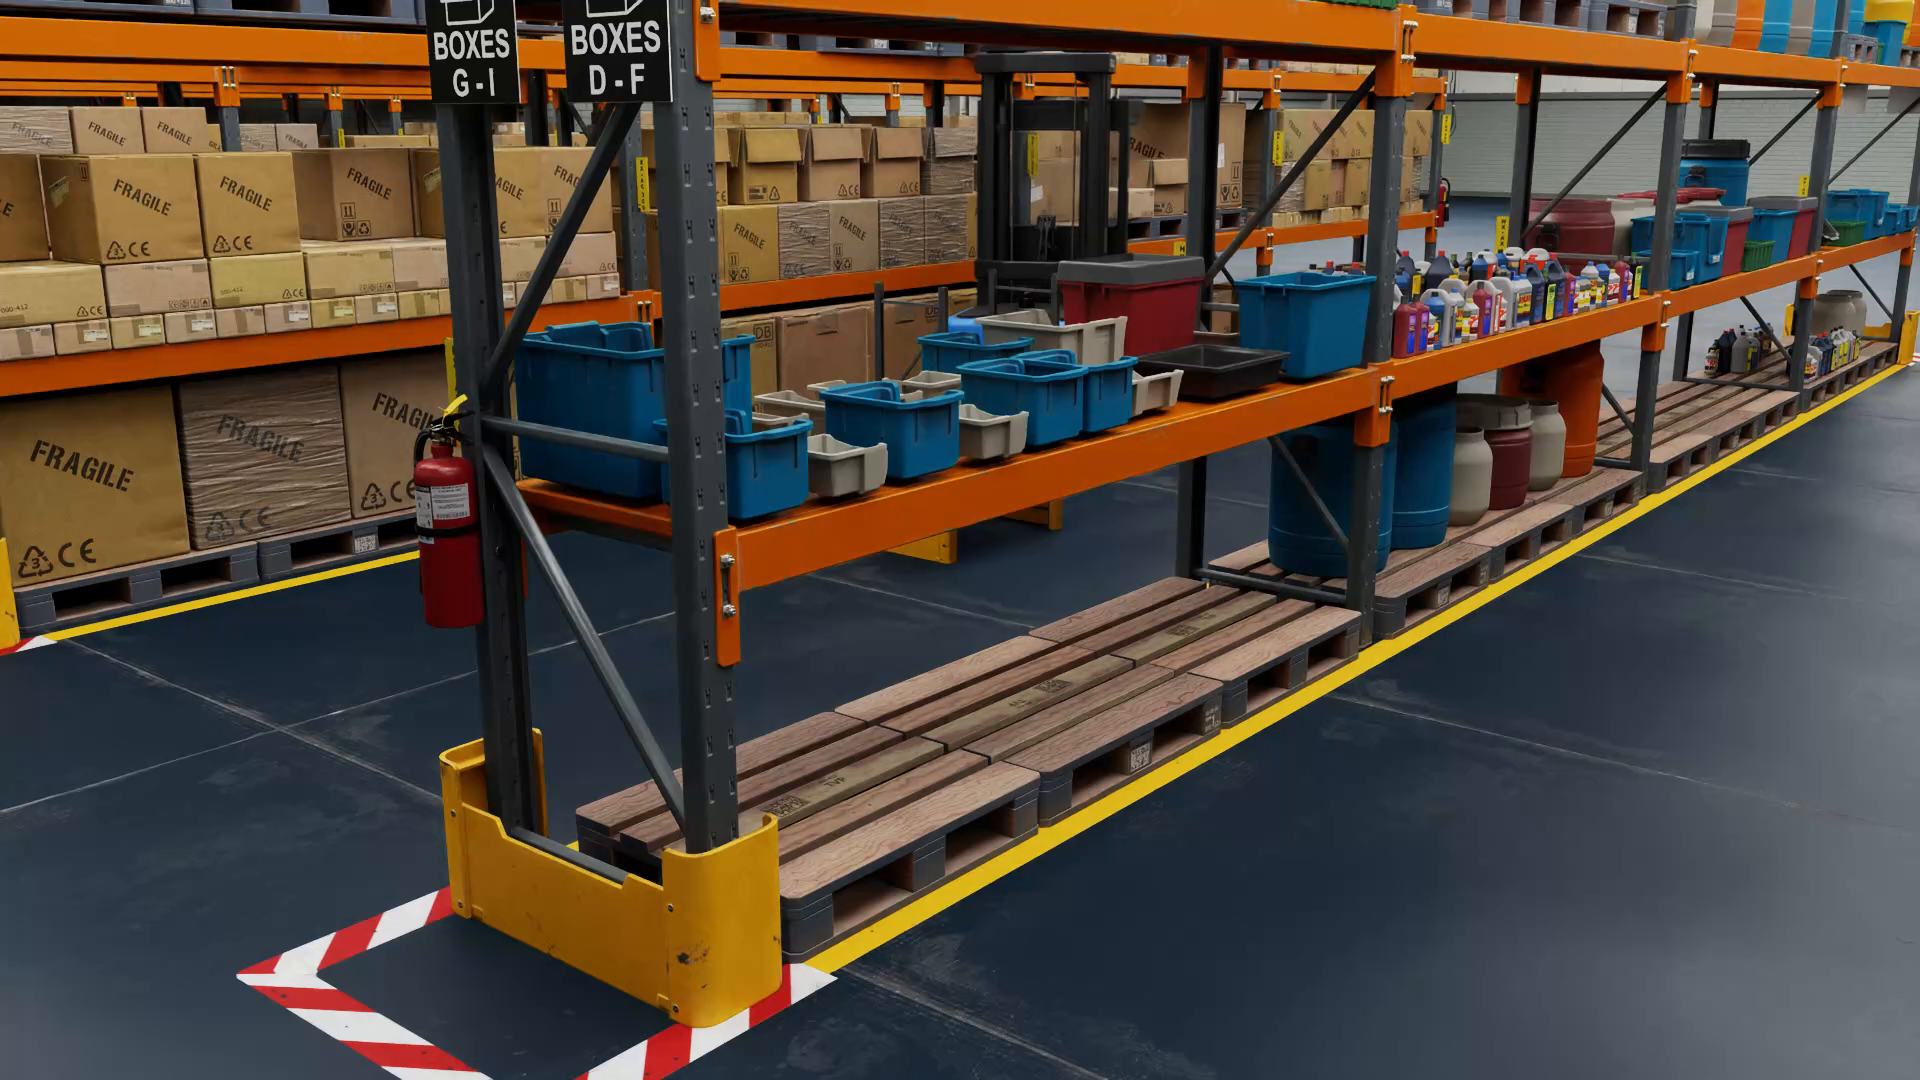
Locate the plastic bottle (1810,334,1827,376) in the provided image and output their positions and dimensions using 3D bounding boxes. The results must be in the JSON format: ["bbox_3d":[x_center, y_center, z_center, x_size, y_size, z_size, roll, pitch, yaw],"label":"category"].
[{"bbox_3d":[7.340,-1.584,14.253,0.144,0.351,0.185,12,18,39],"label":"plastic bottle"}]

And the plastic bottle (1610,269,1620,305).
[{"bbox_3d":[3.842,-1.495,9.819,0.097,0.201,0.097,0,14,0],"label":"plastic bottle"}]

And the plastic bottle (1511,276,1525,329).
[{"bbox_3d":[2.891,-1.239,8.670,0.097,0.271,0.097,0,14,0],"label":"plastic bottle"}]

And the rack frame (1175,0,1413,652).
[{"bbox_3d":[1.482,-1.032,7.594,1.000,3.000,0.127,11,18,38],"label":"rack frame"}]

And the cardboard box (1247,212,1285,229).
[{"bbox_3d":[3.026,-3.204,16.652,0.380,0.149,0.250,11,18,38],"label":"cardboard box"}]

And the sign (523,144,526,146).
[{"bbox_3d":[-2.799,-2.404,10.802,0.100,0.325,0.005,11,18,38],"label":"sign"}]

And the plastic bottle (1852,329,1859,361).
[{"bbox_3d":[8.151,-1.782,15.170,0.061,0.283,0.133,12,18,39],"label":"plastic bottle"}]

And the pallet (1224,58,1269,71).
[{"bbox_3d":[2.186,-4.592,15.895,1.213,0.211,1.003,11,18,38],"label":"pallet"}]

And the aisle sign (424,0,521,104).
[{"bbox_3d":[-1.305,-1.558,4.383,0.394,0.787,0.004,11,18,38],"label":"aisle sign"}]

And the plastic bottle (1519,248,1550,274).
[{"bbox_3d":[3.591,-1.682,10.403,0.152,0.276,0.135,11,18,38],"label":"plastic bottle"}]

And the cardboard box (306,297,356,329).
[{"bbox_3d":[-3.439,-1.223,8.854,0.380,0.149,0.250,11,18,36],"label":"cardboard box"}]

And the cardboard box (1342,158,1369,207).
[{"bbox_3d":[3.912,-3.891,18.040,0.875,0.500,0.500,11,18,38],"label":"cardboard box"}]

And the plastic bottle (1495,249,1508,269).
[{"bbox_3d":[3.378,-1.685,10.425,0.097,0.271,0.097,0,14,0],"label":"plastic bottle"}]

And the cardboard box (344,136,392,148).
[{"bbox_3d":[-7.102,-4.545,19.761,0.500,0.500,0.500,11,18,36],"label":"cardboard box"}]

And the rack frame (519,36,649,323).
[{"bbox_3d":[-2.371,-1.799,10.611,1.000,3.000,0.127,11,18,38],"label":"rack frame"}]

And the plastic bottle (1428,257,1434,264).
[{"bbox_3d":[2.711,-1.495,9.651,0.061,0.283,0.133,11,18,38],"label":"plastic bottle"}]

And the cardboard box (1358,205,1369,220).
[{"bbox_3d":[4.292,-3.585,18.153,0.380,0.149,0.250,11,18,38],"label":"cardboard box"}]

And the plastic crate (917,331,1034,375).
[{"bbox_3d":[0.059,-0.647,6.296,0.416,0.233,0.300,11,18,38],"label":"plastic crate"}]

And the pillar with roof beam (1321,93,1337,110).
[{"bbox_3d":[14.665,-14.391,47.994,9.100,9.000,0.400,11,18,38],"label":"pillar with roof beam"}]

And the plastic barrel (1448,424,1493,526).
[{"bbox_3d":[2.706,-0.361,9.153,0.421,0.512,0.421,0,14,0],"label":"plastic barrel"}]

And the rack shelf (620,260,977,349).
[{"bbox_3d":[-1.114,-1.833,12.207,1.077,0.370,4.000,11,18,38],"label":"rack shelf"}]

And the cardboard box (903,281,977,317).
[{"bbox_3d":[-0.307,-1.610,13.329,1.225,0.875,0.875,10,17,35],"label":"cardboard box"}]

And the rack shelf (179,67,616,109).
[{"bbox_3d":[-4.908,-4.074,14.936,1.077,0.370,4.000,11,18,38],"label":"rack shelf"}]

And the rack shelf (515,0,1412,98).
[{"bbox_3d":[0.225,-1.754,5.806,1.077,0.370,4.000,11,18,38],"label":"rack shelf"}]

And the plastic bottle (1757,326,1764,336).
[{"bbox_3d":[7.426,-1.857,15.487,0.097,0.271,0.097,0,14,0],"label":"plastic bottle"}]

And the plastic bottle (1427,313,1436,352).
[{"bbox_3d":[2.186,-0.991,7.834,0.097,0.201,0.097,0,14,0],"label":"plastic bottle"}]

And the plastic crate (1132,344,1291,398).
[{"bbox_3d":[0.987,-0.672,6.613,0.437,0.125,0.590,11,18,38],"label":"plastic crate"}]

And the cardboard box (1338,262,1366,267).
[{"bbox_3d":[4.766,-2.972,19.453,0.500,0.500,0.500,-12,18,-39],"label":"cardboard box"}]

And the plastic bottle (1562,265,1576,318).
[{"bbox_3d":[3.355,-1.379,9.197,0.061,0.283,0.133,11,18,38],"label":"plastic bottle"}]

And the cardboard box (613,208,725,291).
[{"bbox_3d":[-1.887,-1.897,10.793,0.500,0.500,0.500,11,18,38],"label":"cardboard box"}]

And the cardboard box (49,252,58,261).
[{"bbox_3d":[-4.467,-1.335,8.487,0.500,0.250,0.500,11,18,37],"label":"cardboard box"}]

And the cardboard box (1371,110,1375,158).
[{"bbox_3d":[4.392,-4.438,18.164,0.500,0.500,0.500,11,18,38],"label":"cardboard box"}]

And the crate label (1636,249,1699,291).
[{"bbox_3d":[4.552,-1.740,10.719,0.303,0.233,0.416,11,18,38],"label":"crate label"}]

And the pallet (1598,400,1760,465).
[{"bbox_3d":[5.280,-0.822,12.429,1.003,0.211,1.213,11,18,38],"label":"pallet"}]

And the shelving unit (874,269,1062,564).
[{"bbox_3d":[0.048,-0.742,9.496,0.587,1.500,1.083,11,18,38],"label":"shelving unit"}]

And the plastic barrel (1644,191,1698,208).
[{"bbox_3d":[5.277,-2.340,12.467,0.433,0.535,0.433,0,14,0],"label":"plastic barrel"}]

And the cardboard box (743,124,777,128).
[{"bbox_3d":[-2.403,-4.263,18.077,0.700,0.500,0.500,11,18,37],"label":"cardboard box"}]

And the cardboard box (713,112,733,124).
[{"bbox_3d":[-3.674,-5.893,23.889,0.700,0.500,0.500,11,18,37],"label":"cardboard box"}]

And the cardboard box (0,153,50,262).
[{"bbox_3d":[-4.783,-1.602,8.013,0.500,0.500,0.500,12,18,38],"label":"cardboard box"}]

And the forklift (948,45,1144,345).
[{"bbox_3d":[0.725,-2.177,12.238,1.130,2.935,3.031,4,15,14],"label":"forklift"}]

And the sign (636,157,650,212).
[{"bbox_3d":[-1.938,-2.171,10.158,0.100,0.325,0.005,11,18,38],"label":"sign"}]

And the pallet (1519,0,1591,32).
[{"bbox_3d":[2.609,-2.777,8.755,1.003,0.211,1.213,11,18,38],"label":"pallet"}]

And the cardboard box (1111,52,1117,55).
[{"bbox_3d":[0.960,-4.095,13.862,0.500,0.250,0.500,12,18,39],"label":"cardboard box"}]

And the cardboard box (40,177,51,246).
[{"bbox_3d":[-6.890,-2.448,12.358,0.500,0.500,0.500,11,18,37],"label":"cardboard box"}]

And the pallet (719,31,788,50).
[{"bbox_3d":[-1.833,-3.343,10.987,0.805,0.209,1.217,10,18,35],"label":"pallet"}]

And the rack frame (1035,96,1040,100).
[{"bbox_3d":[1.377,-4.884,22.755,1.000,3.000,0.127,11,18,38],"label":"rack frame"}]

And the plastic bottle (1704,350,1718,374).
[{"bbox_3d":[6.495,-1.539,14.379,0.097,0.201,0.097,0,14,0],"label":"plastic bottle"}]

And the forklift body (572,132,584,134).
[{"bbox_3d":[-6.173,-5.341,26.279,2.313,2.155,1.214,11,18,38],"label":"forklift body"}]

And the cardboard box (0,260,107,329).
[{"bbox_3d":[-4.373,-1.154,7.775,0.500,0.250,0.500,11,18,36],"label":"cardboard box"}]

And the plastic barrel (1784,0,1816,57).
[{"bbox_3d":[5.948,-4.005,12.185,0.600,0.901,0.600,0,14,0],"label":"plastic barrel"}]

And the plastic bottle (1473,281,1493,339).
[{"bbox_3d":[2.602,-1.150,8.294,0.061,0.283,0.133,11,18,38],"label":"plastic bottle"}]

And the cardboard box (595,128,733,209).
[{"bbox_3d":[-1.976,-2.457,10.962,0.797,0.503,0.637,11,18,36],"label":"cardboard box"}]
